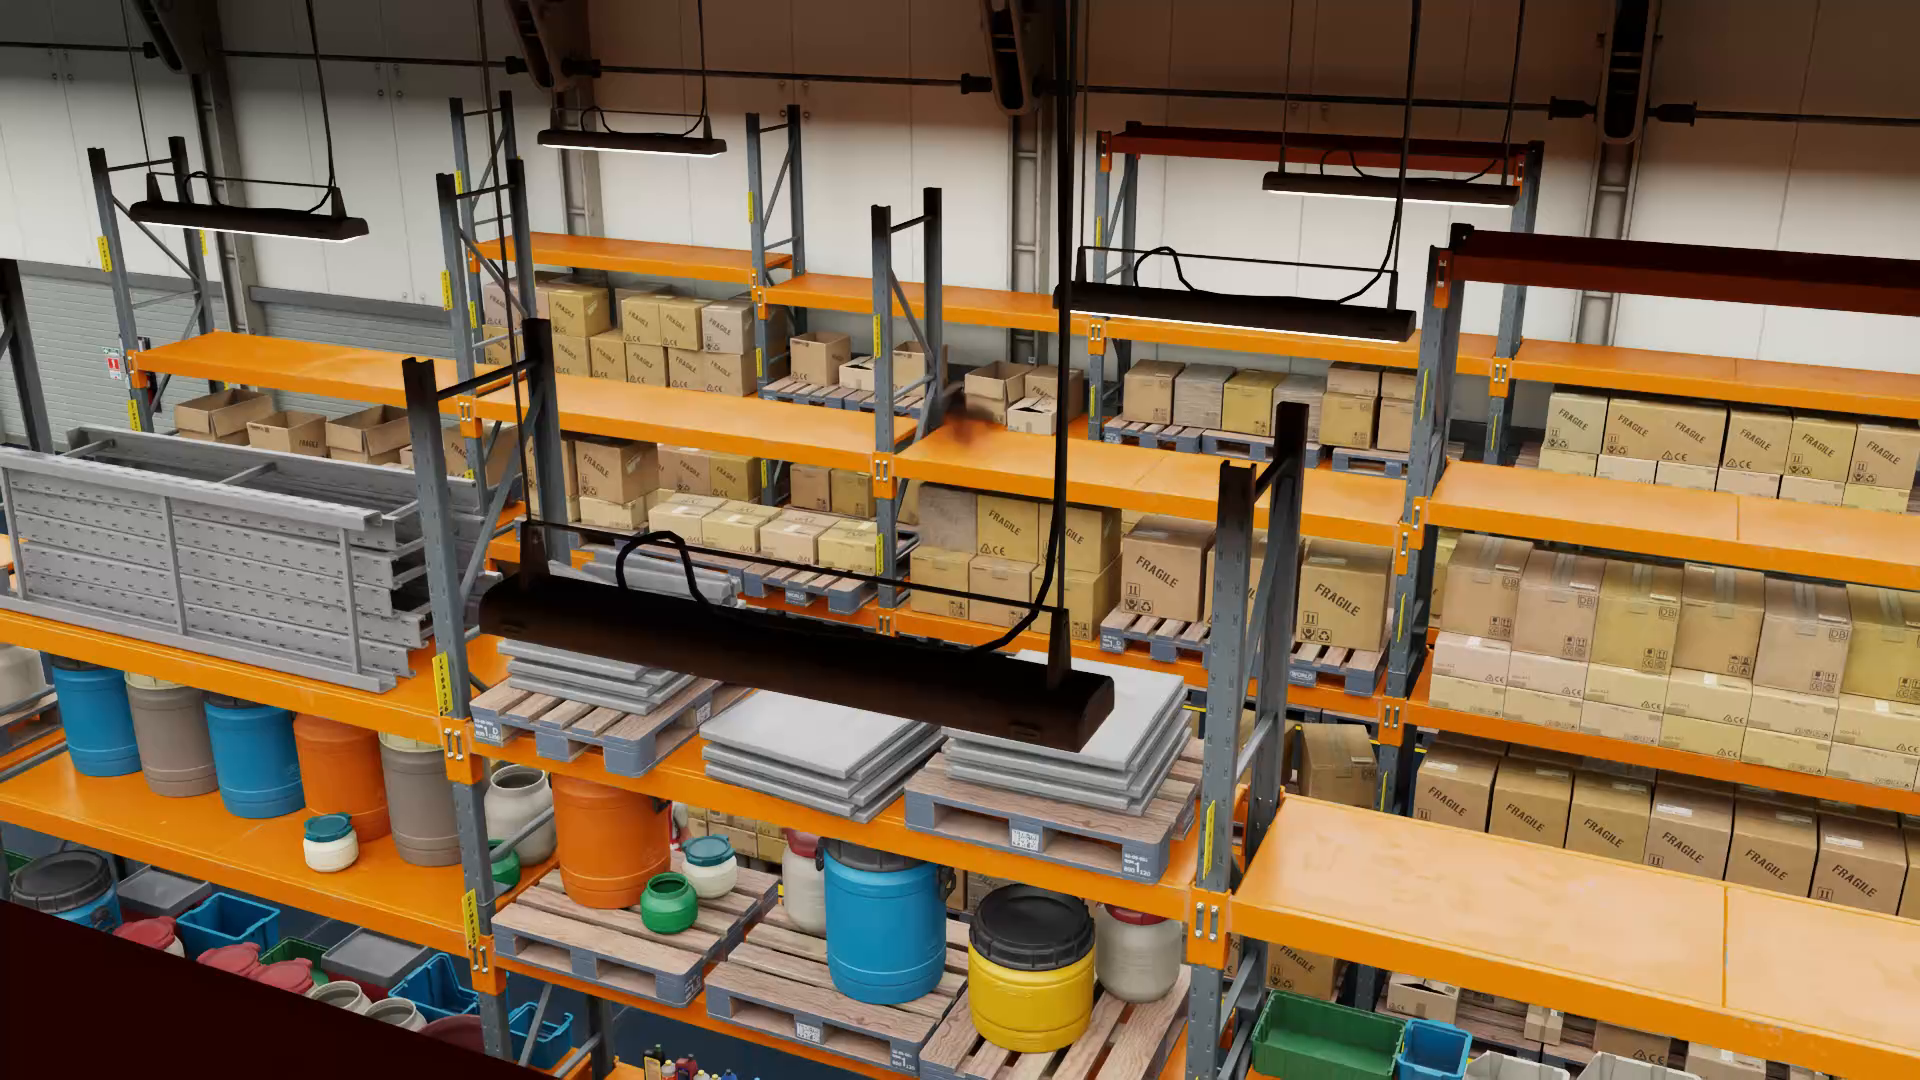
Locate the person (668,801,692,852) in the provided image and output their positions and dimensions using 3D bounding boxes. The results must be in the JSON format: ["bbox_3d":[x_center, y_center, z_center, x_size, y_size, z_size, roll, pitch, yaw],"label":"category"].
[{"bbox_3d":[-2.401,2.525,13.441,0.573,1.804,0.566,-1,21,-2],"label":"person"}]

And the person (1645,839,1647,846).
[{"bbox_3d":[5.908,2.287,14.305,0.929,1.619,0.498,11,23,26],"label":"person"}]
